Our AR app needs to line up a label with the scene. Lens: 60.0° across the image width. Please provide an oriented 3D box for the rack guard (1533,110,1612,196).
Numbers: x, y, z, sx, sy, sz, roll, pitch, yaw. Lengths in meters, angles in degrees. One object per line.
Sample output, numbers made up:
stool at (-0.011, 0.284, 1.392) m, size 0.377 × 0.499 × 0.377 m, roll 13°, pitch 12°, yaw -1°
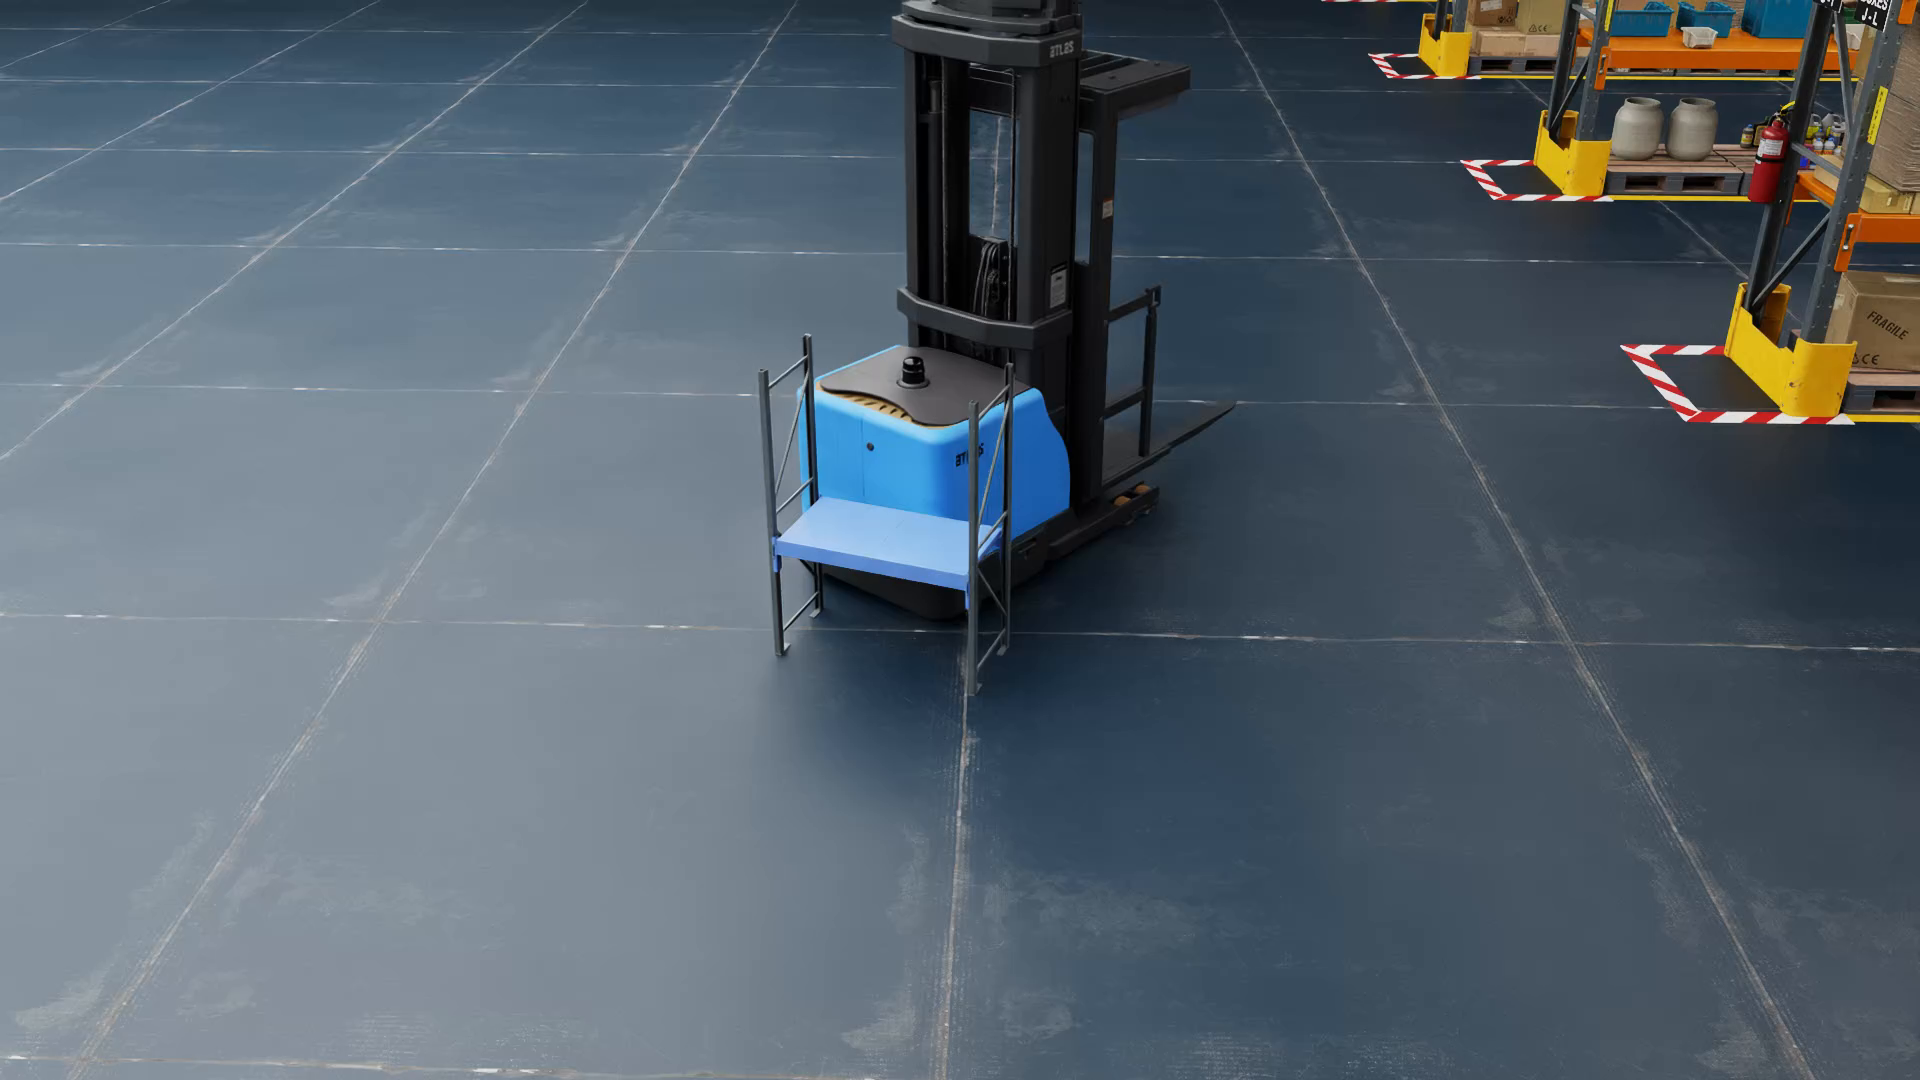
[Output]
rack guard at (5.720, -3.629, 15.561) m, size 0.348 × 0.500 × 1.175 m, roll 1°, pitch 28°, yaw 2°

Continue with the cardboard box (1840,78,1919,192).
cardboard box at (6.016, -2.548, 10.429) m, size 0.500 × 0.500 × 0.875 m, roll 1°, pitch 28°, yaw 2°

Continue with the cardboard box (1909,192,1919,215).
cardboard box at (5.993, -2.154, 10.378) m, size 0.250 × 0.149 × 0.380 m, roll 1°, pitch 28°, yaw 2°

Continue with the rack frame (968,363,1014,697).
rack frame at (0.142, -0.031, 7.707) m, size 0.032 × 1.500 × 0.500 m, roll 10°, pitch 30°, yaw 19°

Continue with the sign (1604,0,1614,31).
sign at (5.619, -4.577, 14.386) m, size 0.005 × 0.325 × 0.100 m, roll 1°, pitch 28°, yaw 2°

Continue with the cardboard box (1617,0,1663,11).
cardboard box at (7.848, -6.194, 19.418) m, size 0.500 × 0.500 × 0.500 m, roll 1°, pitch 28°, yaw 2°

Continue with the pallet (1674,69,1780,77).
pallet at (9.025, -5.765, 19.901) m, size 1.213 × 0.211 × 1.003 m, roll 1°, pitch 28°, yaw 2°

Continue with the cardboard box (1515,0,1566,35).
cardboard box at (6.849, -6.212, 19.453) m, size 0.500 × 0.500 × 0.500 m, roll 1°, pitch 28°, yaw 2°

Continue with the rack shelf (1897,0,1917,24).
rack shelf at (7.466, -3.368, 9.967) m, size 4.000 × 0.370 × 1.077 m, roll 1°, pitch 28°, yaw 2°

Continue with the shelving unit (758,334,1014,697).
shelving unit at (-0.333, -0.117, 7.869) m, size 1.048 × 1.500 × 0.538 m, roll 10°, pitch 30°, yaw 19°

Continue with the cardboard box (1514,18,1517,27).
cardboard box at (6.868, -6.128, 20.095) m, size 0.500 × 0.250 × 0.500 m, roll 1°, pitch 28°, yaw 2°

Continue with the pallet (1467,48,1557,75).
pallet at (6.587, -5.806, 19.977) m, size 1.213 × 0.211 × 1.003 m, roll 1°, pitch 28°, yaw 2°

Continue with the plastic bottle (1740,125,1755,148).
plastic bottle at (7.493, -3.845, 15.819) m, size 0.097 × 0.201 × 0.097 m, roll 0°, pitch 28°, yaw 0°

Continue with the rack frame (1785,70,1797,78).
rack frame at (9.819, -6.965, 19.186) m, size 0.127 × 3.000 × 1.000 m, roll 1°, pitch 28°, yaw 2°

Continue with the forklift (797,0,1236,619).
forklift at (0.490, -1.511, 8.970) m, size 1.130 × 2.935 × 3.031 m, roll 22°, pitch 35°, yaw 35°

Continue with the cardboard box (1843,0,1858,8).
cardboard box at (10.754, -6.305, 19.830) m, size 0.500 × 0.311 × 0.500 m, roll 2°, pitch 28°, yaw 3°

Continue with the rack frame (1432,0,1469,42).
rack frame at (5.821, -7.031, 19.310) m, size 0.127 × 3.000 × 1.000 m, roll 1°, pitch 28°, yaw 2°

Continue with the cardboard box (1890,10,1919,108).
cardboard box at (6.008, -2.875, 9.978) m, size 0.500 × 0.500 × 0.500 m, roll 1°, pitch 28°, yaw 2°

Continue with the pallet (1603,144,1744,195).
pallet at (6.532, -3.485, 15.599) m, size 1.213 × 0.211 × 1.003 m, roll 1°, pitch 28°, yaw 2°

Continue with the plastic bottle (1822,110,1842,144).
plastic bottle at (8.234, -3.888, 15.740) m, size 0.185 × 0.351 × 0.144 m, roll 1°, pitch 28°, yaw 1°

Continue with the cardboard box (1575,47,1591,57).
cardboard box at (7.349, -5.873, 19.615) m, size 0.500 × 0.250 × 0.500 m, roll 1°, pitch 28°, yaw 2°

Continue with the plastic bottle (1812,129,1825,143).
plastic bottle at (8.088, -3.768, 15.673) m, size 0.097 × 0.201 × 0.097 m, roll 0°, pitch 28°, yaw 0°

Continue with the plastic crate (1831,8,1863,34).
plastic crate at (8.293, -4.707, 15.153) m, size 0.662 × 0.188 × 0.450 m, roll 1°, pitch 28°, yaw 2°

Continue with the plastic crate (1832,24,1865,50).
plastic crate at (8.008, -4.438, 14.701) m, size 0.437 × 0.136 × 0.530 m, roll 1°, pitch 28°, yaw 2°

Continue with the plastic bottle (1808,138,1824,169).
plastic bottle at (7.786, -3.520, 15.130) m, size 0.097 × 0.271 × 0.097 m, roll 0°, pitch 28°, yaw 0°

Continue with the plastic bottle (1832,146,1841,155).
plastic bottle at (7.985, -3.486, 15.141) m, size 0.097 × 0.201 × 0.097 m, roll 0°, pitch 28°, yaw 0°

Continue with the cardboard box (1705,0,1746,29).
cardboard box at (8.848, -6.186, 19.403) m, size 0.500 × 0.500 × 0.500 m, roll 1°, pitch 28°, yaw 2°

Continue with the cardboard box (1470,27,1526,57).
cardboard box at (6.349, -5.889, 19.643) m, size 0.500 × 0.250 × 0.500 m, roll 1°, pitch 28°, yaw 2°

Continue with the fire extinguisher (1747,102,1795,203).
fire extinguisher at (5.370, -2.577, 10.992) m, size 0.183 × 0.674 × 0.296 m, roll 1°, pitch 28°, yaw 2°

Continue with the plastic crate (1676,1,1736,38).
plastic crate at (6.802, -4.765, 15.195) m, size 0.408 × 0.251 × 0.499 m, roll 1°, pitch 28°, yaw 2°

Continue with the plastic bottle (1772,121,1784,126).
plastic bottle at (7.744, -3.861, 15.770) m, size 0.135 × 0.276 × 0.152 m, roll 1°, pitch 28°, yaw 2°

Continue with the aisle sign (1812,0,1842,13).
aisle sign at (5.416, -3.684, 10.221) m, size 0.004 × 0.787 × 0.394 m, roll 1°, pitch 28°, yaw 2°

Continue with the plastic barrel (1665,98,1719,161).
plastic barrel at (6.804, -3.815, 15.452) m, size 0.421 × 0.512 × 0.421 m, roll 0°, pitch 28°, yaw 0°

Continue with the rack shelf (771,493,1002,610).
rack shelf at (-0.333, 0.042, 7.953) m, size 1.000 × 0.185 × 0.538 m, roll 10°, pitch 30°, yaw 19°

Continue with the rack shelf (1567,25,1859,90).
rack shelf at (7.641, -4.361, 15.043) m, size 4.000 × 0.370 × 1.077 m, roll 1°, pitch 28°, yaw 2°
